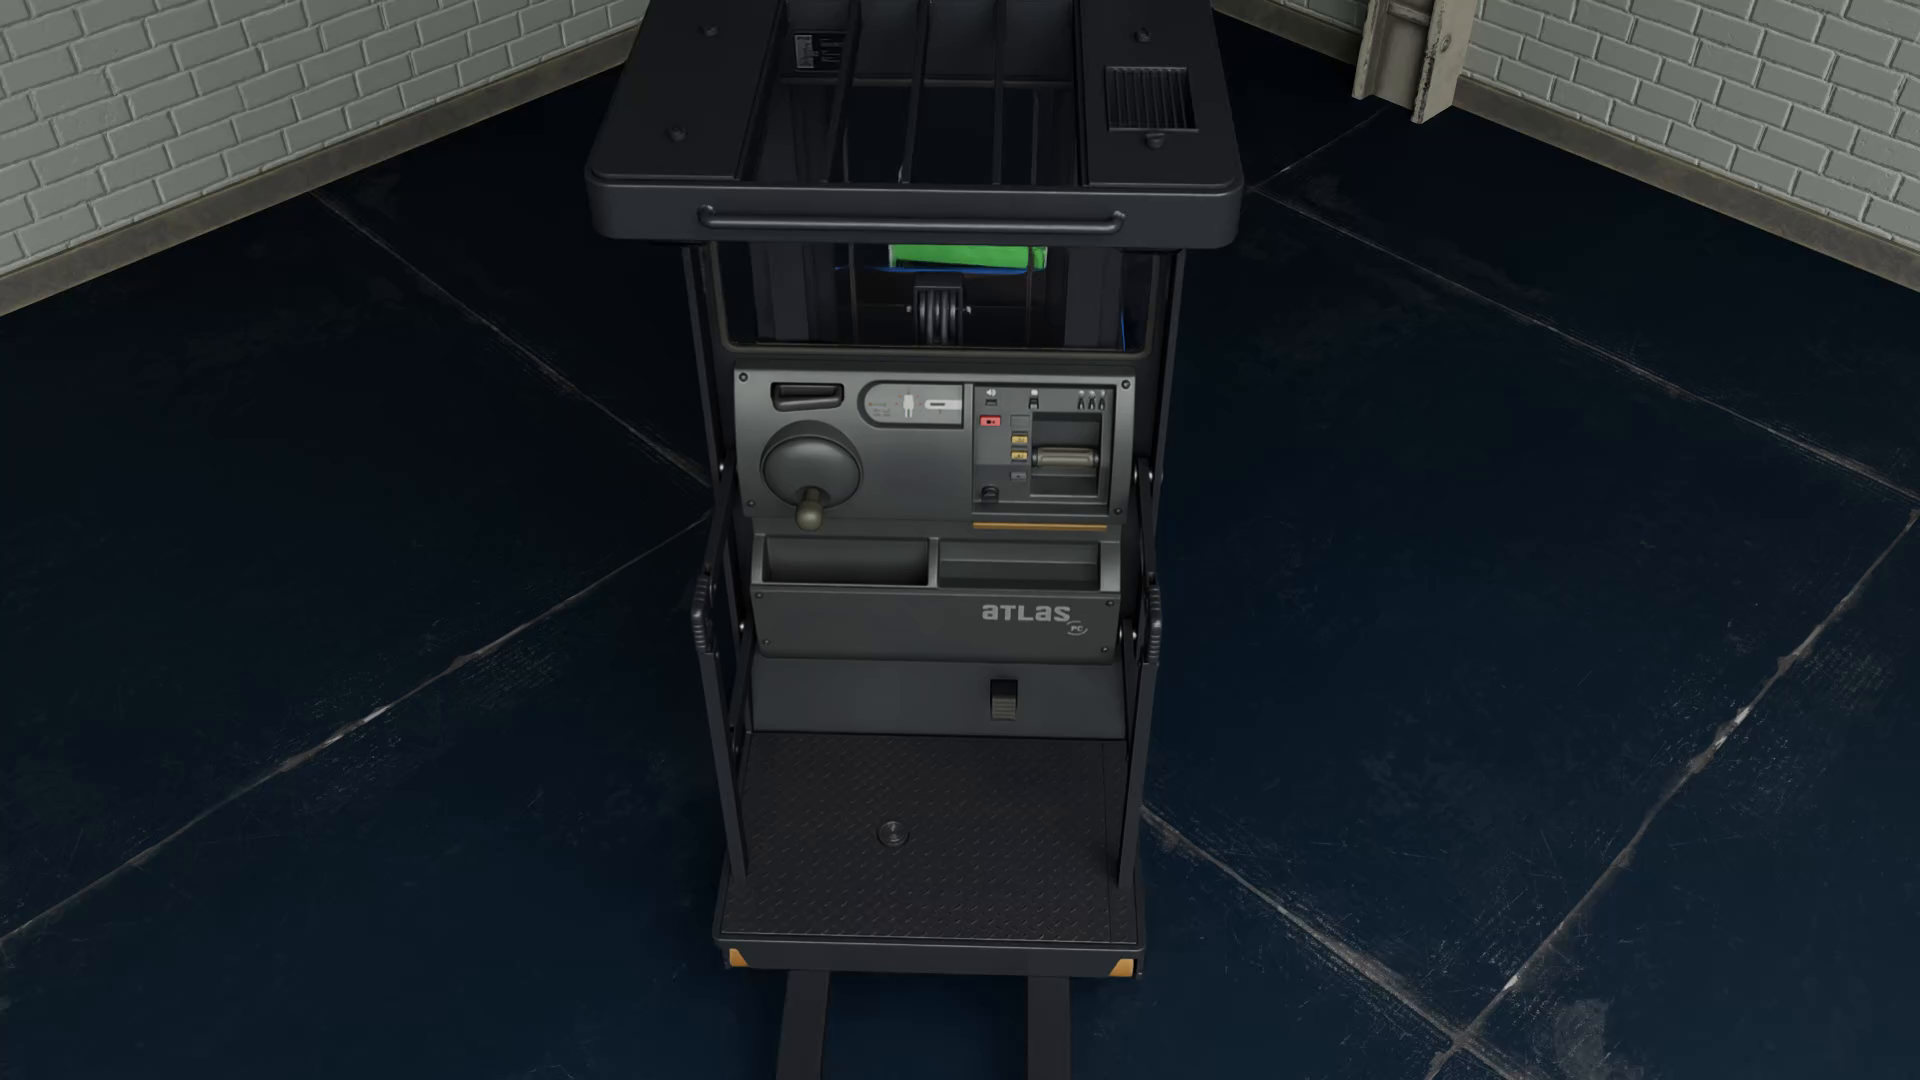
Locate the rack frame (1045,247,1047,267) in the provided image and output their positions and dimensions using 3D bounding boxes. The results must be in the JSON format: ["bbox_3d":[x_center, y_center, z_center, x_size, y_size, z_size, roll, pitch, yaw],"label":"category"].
[{"bbox_3d":[0.285,-0.614,5.531,0.015,1.200,0.240,5,43,6],"label":"rack frame"}]

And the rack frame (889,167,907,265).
[{"bbox_3d":[-0.198,-0.658,5.578,0.015,1.200,0.240,5,43,6],"label":"rack frame"}]

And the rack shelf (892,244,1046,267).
[{"bbox_3d":[0.043,-0.942,5.272,0.480,0.148,0.258,5,43,6],"label":"rack shelf"}]

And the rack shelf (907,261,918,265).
[{"bbox_3d":[0.043,-0.765,5.435,0.480,0.148,0.258,5,43,6],"label":"rack shelf"}]

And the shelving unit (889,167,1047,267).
[{"bbox_3d":[0.044,-0.636,5.554,0.503,1.200,0.258,5,43,6],"label":"shelving unit"}]

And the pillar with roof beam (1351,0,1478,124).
[{"bbox_3d":[-0.900,-3.380,2.777,9.100,9.000,0.400,-34,53,-31],"label":"pillar with roof beam"}]

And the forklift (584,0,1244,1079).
[{"bbox_3d":[-0.065,-0.129,3.730,1.130,2.935,3.031,1,43,1],"label":"forklift"}]
